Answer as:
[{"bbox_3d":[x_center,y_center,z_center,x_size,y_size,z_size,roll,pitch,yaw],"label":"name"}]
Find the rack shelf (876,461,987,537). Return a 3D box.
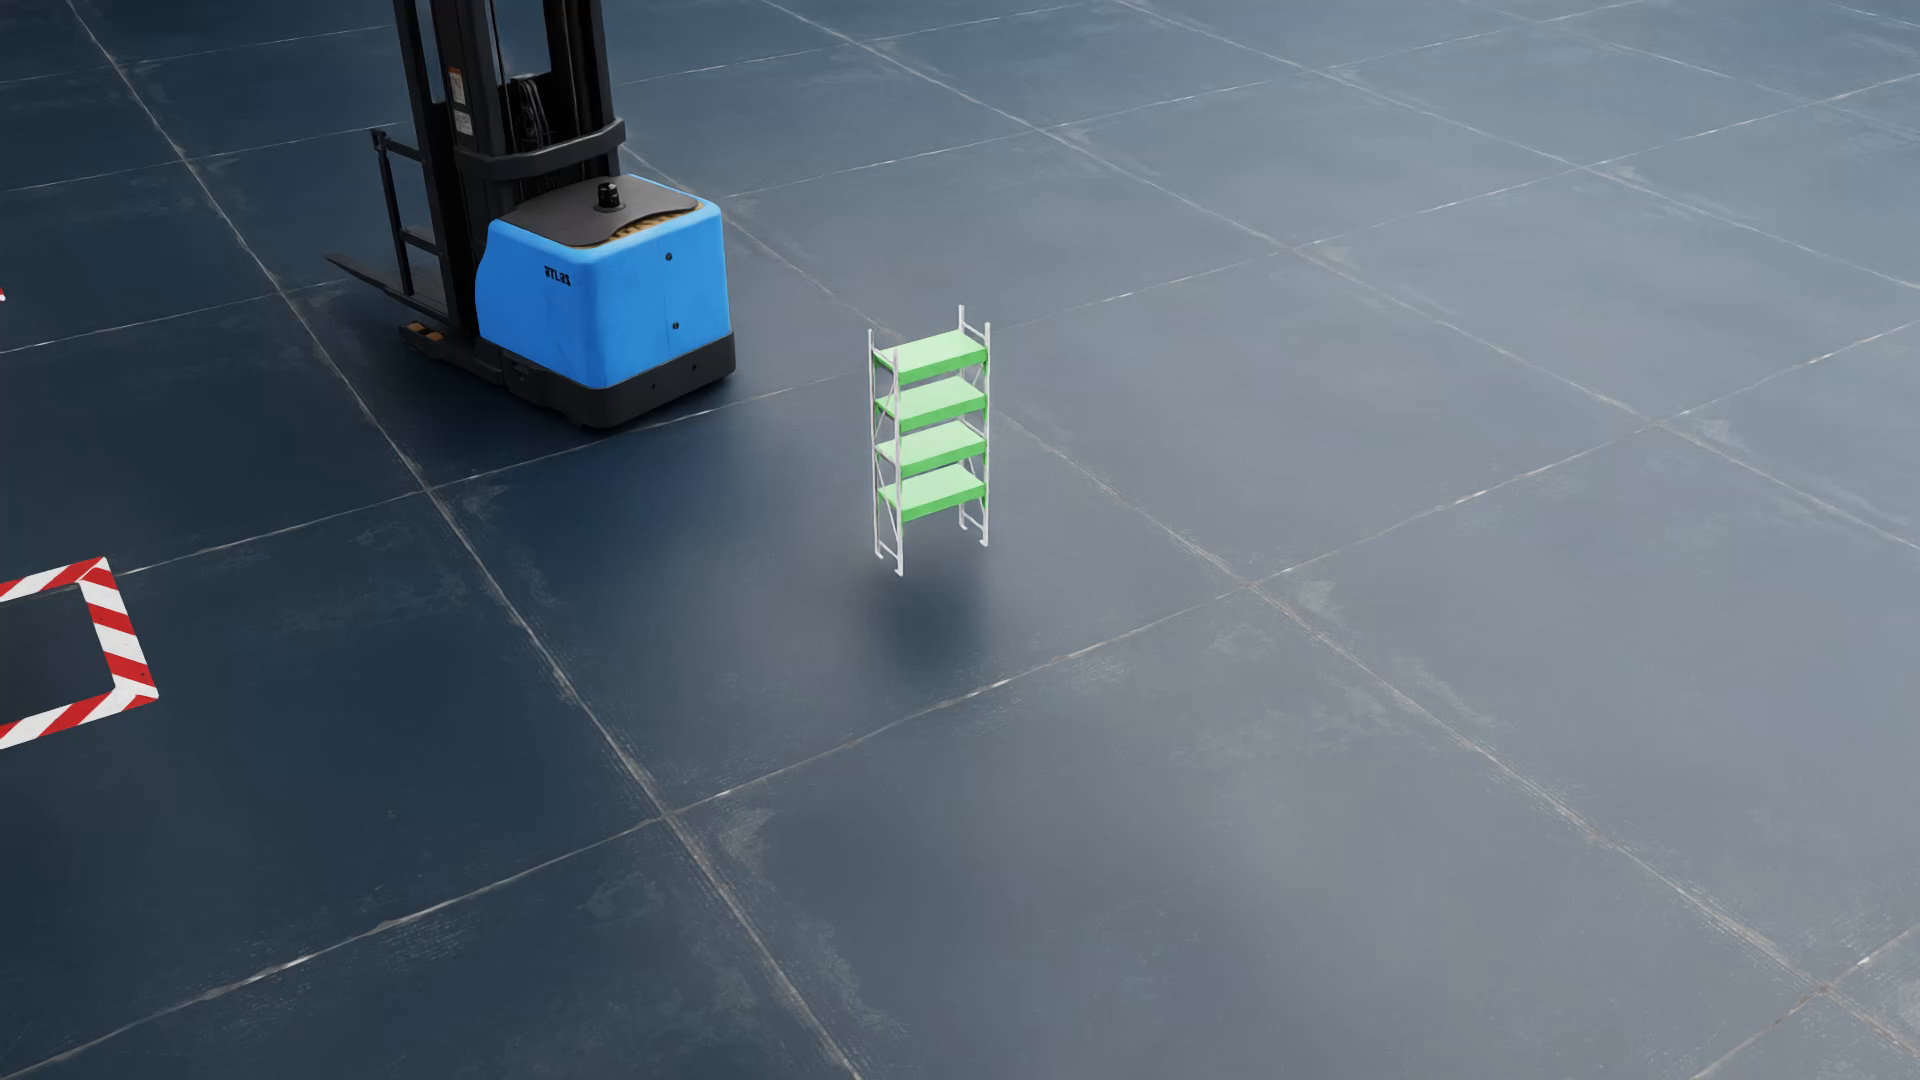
[{"bbox_3d":[-0.139,-0.203,8.016,0.480,0.148,0.258,-19,37,-27],"label":"rack shelf"}]

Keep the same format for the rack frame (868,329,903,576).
[{"bbox_3d":[-0.344,-0.389,7.742,0.015,1.200,0.240,-19,37,-27],"label":"rack frame"}]

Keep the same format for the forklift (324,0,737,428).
[{"bbox_3d":[-2.751,-2.504,9.472,3.031,2.935,1.130,25,40,33],"label":"forklift"}]

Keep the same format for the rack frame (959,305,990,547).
[{"bbox_3d":[0.066,-0.530,7.966,0.015,1.200,0.240,-19,37,-27],"label":"rack frame"}]

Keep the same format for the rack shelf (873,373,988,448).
[{"bbox_3d":[-0.139,-0.609,7.760,0.480,0.148,0.258,-19,37,-27],"label":"rack shelf"}]

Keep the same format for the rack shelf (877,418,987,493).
[{"bbox_3d":[-0.139,-0.406,7.888,0.480,0.148,0.258,-19,37,-27],"label":"rack shelf"}]

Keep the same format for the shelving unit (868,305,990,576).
[{"bbox_3d":[-0.139,-0.460,7.854,0.503,1.200,0.258,-19,37,-27],"label":"shelving unit"}]

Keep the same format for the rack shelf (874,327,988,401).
[{"bbox_3d":[-0.139,-0.812,7.632,0.480,0.148,0.258,-19,37,-27],"label":"rack shelf"}]
